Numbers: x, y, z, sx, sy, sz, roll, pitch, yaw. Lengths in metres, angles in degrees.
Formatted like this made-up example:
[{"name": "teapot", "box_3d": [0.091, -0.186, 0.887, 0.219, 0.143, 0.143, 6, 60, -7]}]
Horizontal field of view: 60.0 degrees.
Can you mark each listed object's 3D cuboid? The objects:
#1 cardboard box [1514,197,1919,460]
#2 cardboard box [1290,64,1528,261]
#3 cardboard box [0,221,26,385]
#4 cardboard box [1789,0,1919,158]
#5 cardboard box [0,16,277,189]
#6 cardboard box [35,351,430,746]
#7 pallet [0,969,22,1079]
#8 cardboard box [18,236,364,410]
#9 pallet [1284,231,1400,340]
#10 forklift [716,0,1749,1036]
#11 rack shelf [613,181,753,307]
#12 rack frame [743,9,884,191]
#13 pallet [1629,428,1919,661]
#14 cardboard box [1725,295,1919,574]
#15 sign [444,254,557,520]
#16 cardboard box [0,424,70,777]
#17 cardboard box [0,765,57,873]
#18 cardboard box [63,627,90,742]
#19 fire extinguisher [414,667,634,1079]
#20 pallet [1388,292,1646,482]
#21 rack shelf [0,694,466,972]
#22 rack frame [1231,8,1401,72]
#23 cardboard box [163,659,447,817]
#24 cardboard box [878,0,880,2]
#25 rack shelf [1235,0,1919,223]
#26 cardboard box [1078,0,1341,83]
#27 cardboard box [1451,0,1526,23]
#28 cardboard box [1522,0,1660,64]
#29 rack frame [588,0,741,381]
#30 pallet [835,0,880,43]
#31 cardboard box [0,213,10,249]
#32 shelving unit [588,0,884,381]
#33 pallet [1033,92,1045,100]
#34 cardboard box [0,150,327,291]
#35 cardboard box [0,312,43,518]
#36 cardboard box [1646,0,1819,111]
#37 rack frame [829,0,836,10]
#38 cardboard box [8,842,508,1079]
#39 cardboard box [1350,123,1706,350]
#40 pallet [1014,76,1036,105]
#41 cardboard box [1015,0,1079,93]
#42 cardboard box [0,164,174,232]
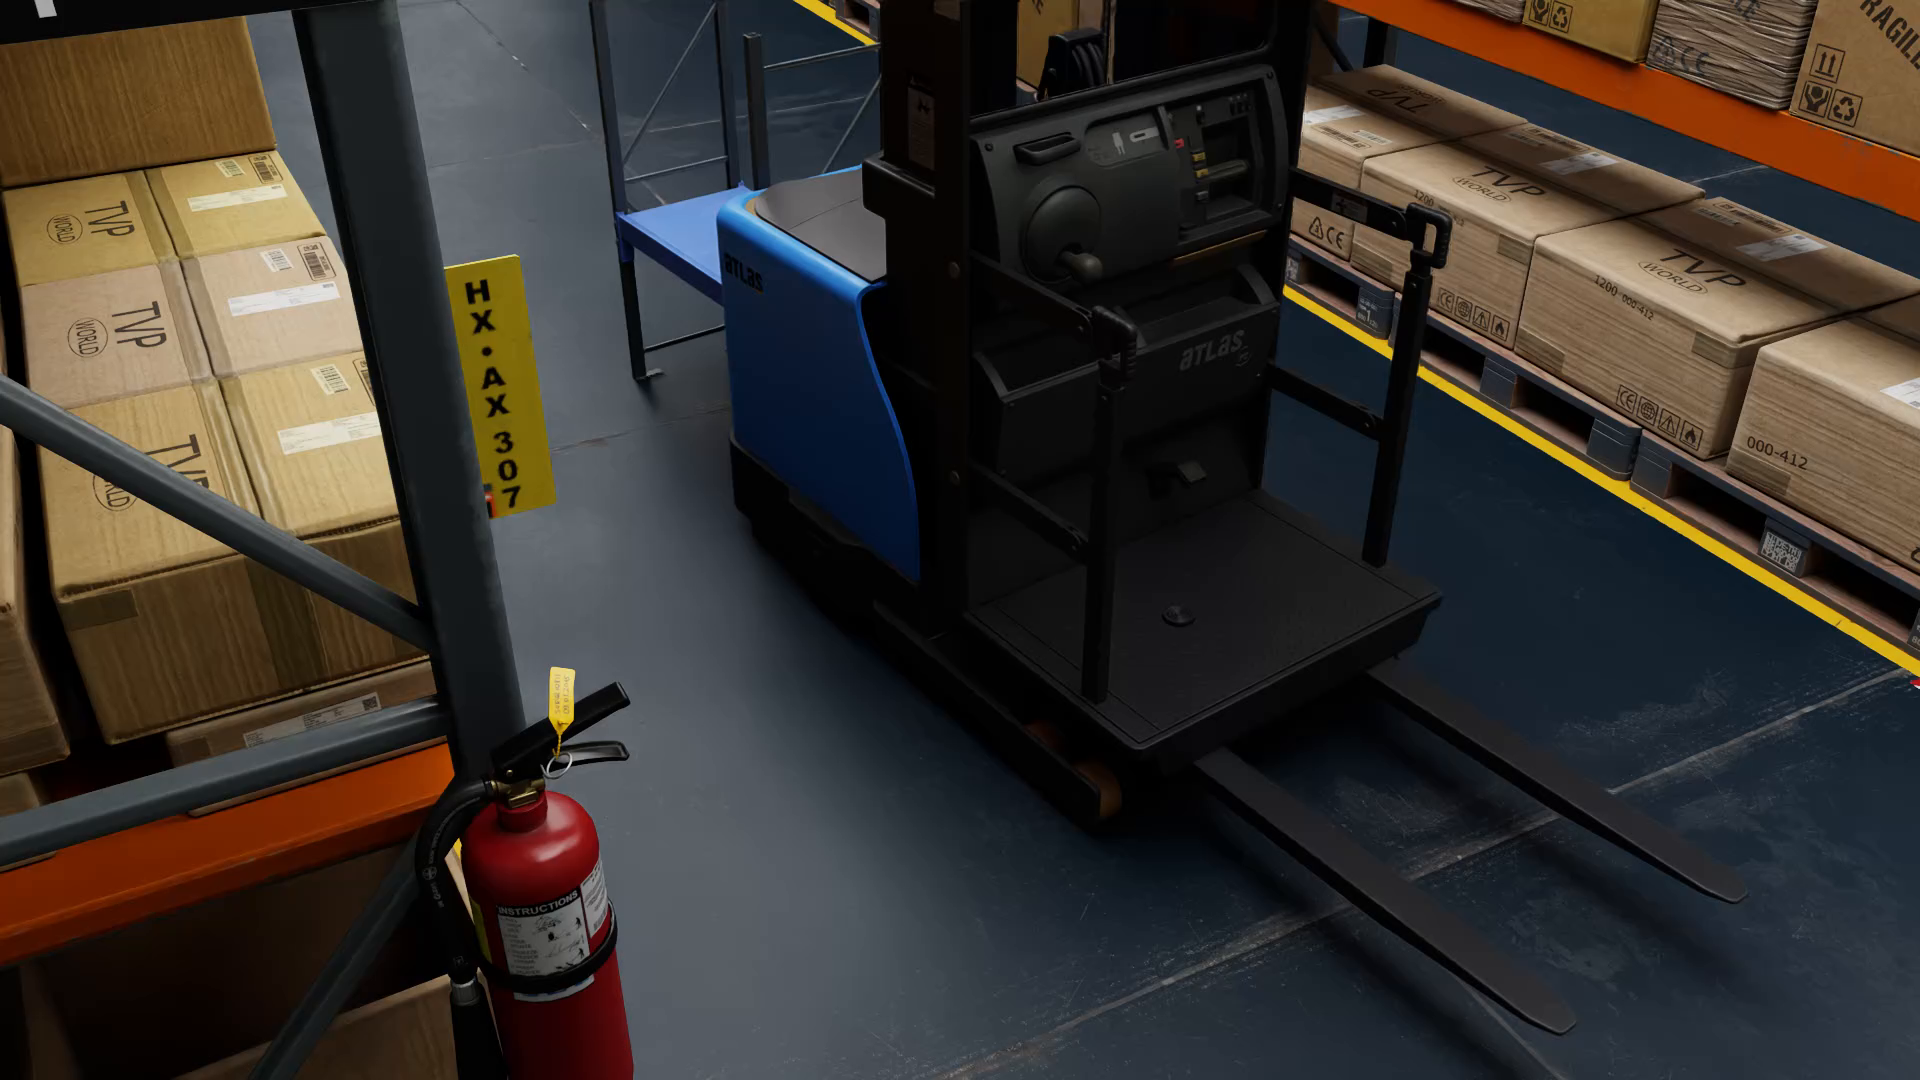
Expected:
[{"name": "cardboard box", "box_3d": [2.540, -0.743, 5.614, 0.875, 0.438, 0.875, -15, 36, -22]}, {"name": "cardboard box", "box_3d": [1.703, -1.600, 6.953, 0.875, 0.438, 0.875, -16, 36, -24]}, {"name": "cardboard box", "box_3d": [-1.935, -0.369, 2.908, 0.500, 0.250, 0.500, -15, 35, -22]}, {"name": "cardboard box", "box_3d": [2.690, -1.369, 4.514, 0.500, 0.500, 0.500, -17, 36, -24]}, {"name": "cardboard box", "box_3d": [-1.692, -1.048, 3.273, 0.500, 0.500, 0.500, -15, 36, -22]}, {"name": "cardboard box", "box_3d": [-0.992, -0.016, 2.358, 0.500, 0.250, 0.500, -16, 36, -23]}, {"name": "pallet", "box_3d": [-1.427, 1.088, 3.356, 1.003, 0.211, 1.213, -16, 36, -23]}, {"name": "cardboard box", "box_3d": [-1.228, -0.257, 2.733, 0.500, 0.250, 0.500, -15, 36, -23]}, {"name": "pallet", "box_3d": [1.791, -1.272, 7.040, 1.003, 0.211, 1.213, -16, 36, -23]}, {"name": "forklift", "box_3d": [0.560, -0.826, 3.822, 1.130, 2.935, 3.031, -22, 39, -30]}, {"name": "rack shelf", "box_3d": [-0.706, -0.936, 5.654, 0.538, 0.185, 1.000, -22, 39, -30]}, {"name": "rack frame", "box_3d": [-0.403, -0.867, 5.213, 0.500, 1.500, 0.032, -22, 39, -30]}, {"name": "pallet", "box_3d": [2.928, -0.108, 5.223, 1.003, 0.211, 1.213, -16, 36, -23]}, {"name": "cardboard box", "box_3d": [2.974, -0.308, 4.936, 0.875, 0.438, 0.875, -17, 36, -25]}, {"name": "sign", "box_3d": [-0.539, -0.171, 1.934, 0.100, 0.325, 0.005, -16, 36, -23]}, {"name": "cardboard box", "box_3d": [-1.468, 0.115, 2.153, 0.500, 0.250, 0.500, -15, 36, -22]}, {"name": "cardboard box", "box_3d": [-1.411, 0.345, 2.163, 0.380, 0.149, 0.250, -16, 36, -24]}, {"name": "cardboard box", "box_3d": [-1.475, 0.209, 2.377, 0.380, 0.149, 0.250, -15, 35, -22]}, {"name": "fire extinguisher", "box_3d": [-0.542, 0.474, 2.147, 0.296, 0.674, 0.183, -16, 36, -23]}, {"name": "pallet", "box_3d": [2.363, -0.689, 6.130, 1.003, 0.211, 1.213, -16, 36, -23]}, {"name": "rack shelf", "box_3d": [-1.952, -0.321, 3.638, 1.077, 0.370, 4.000, -16, 36, -23]}, {"name": "rack frame", "box_3d": [1.505, -2.829, 6.885, 1.000, 3.000, 0.127, -16, 36, -23]}, {"name": "cardboard box", "box_3d": [-0.930, 0.210, 2.374, 0.380, 0.149, 0.250, -16, 36, -23]}, {"name": "cardboard box", "box_3d": [-0.111, -3.670, 9.777, 0.875, 0.875, 0.875, -16, 36, -24]}, {"name": "rack shelf", "box_3d": [2.438, -1.572, 5.589, 1.077, 0.370, 4.000, -16, 36, -23]}, {"name": "cardboard box", "box_3d": [1.145, -2.387, 7.775, 0.875, 0.875, 0.875, -15, 35, -22]}, {"name": "cardboard box", "box_3d": [1.950, -2.101, 5.656, 0.500, 0.500, 0.500, -16, 36, -23]}, {"name": "cardboard box", "box_3d": [2.190, -1.855, 5.273, 0.500, 0.500, 0.500, -15, 35, -22]}, {"name": "rack frame", "box_3d": [-1.008, -1.307, 5.900, 0.500, 1.500, 0.032, -22, 39, -30]}, {"name": "pallet", "box_3d": [-0.059, -3.169, 10.000, 1.003, 0.211, 1.213, -16, 36, -23]}, {"name": "cardboard box", "box_3d": [-2.178, -0.618, 3.298, 0.500, 0.250, 0.500, -16, 36, -23]}, {"name": "shelving unit", "box_3d": [-0.706, -1.087, 5.556, 0.538, 1.500, 1.048, -22, 39, -30]}, {"name": "pallet", "box_3d": [1.079, -2.004, 8.183, 1.003, 0.211, 1.213, -16, 36, -23]}, {"name": "cardboard box", "box_3d": [-1.467, -0.498, 3.110, 0.500, 0.250, 0.500, -17, 36, -24]}, {"name": "cardboard box", "box_3d": [-1.708, -0.131, 2.537, 0.500, 0.250, 0.500, -16, 36, -23]}, {"name": "cardboard box", "box_3d": [2.442, -1.612, 4.893, 0.500, 0.500, 0.500, -15, 36, -22]}, {"name": "rack frame", "box_3d": [-0.360, -4.738, 9.865, 1.000, 3.000, 0.127, -16, 36, -23]}, {"name": "cardboard box", "box_3d": [-1.221, 0.889, 3.007, 0.797, 0.503, 0.637, -17, 37, -25]}, {"name": "cardboard box", "box_3d": [2.121, -1.173, 6.287, 0.875, 0.438, 0.875, -17, 36, -24]}, {"name": "pallet", "box_3d": [0.506, -2.587, 9.092, 1.003, 0.211, 1.213, -16, 36, -23]}, {"name": "cardboard box", "box_3d": [0.717, -2.816, 8.445, 0.875, 0.875, 0.875, -15, 36, -22]}, {"name": "cardboard box", "box_3d": [-1.724, -0.737, 3.482, 0.500, 0.250, 0.500, -17, 36, -24]}]
